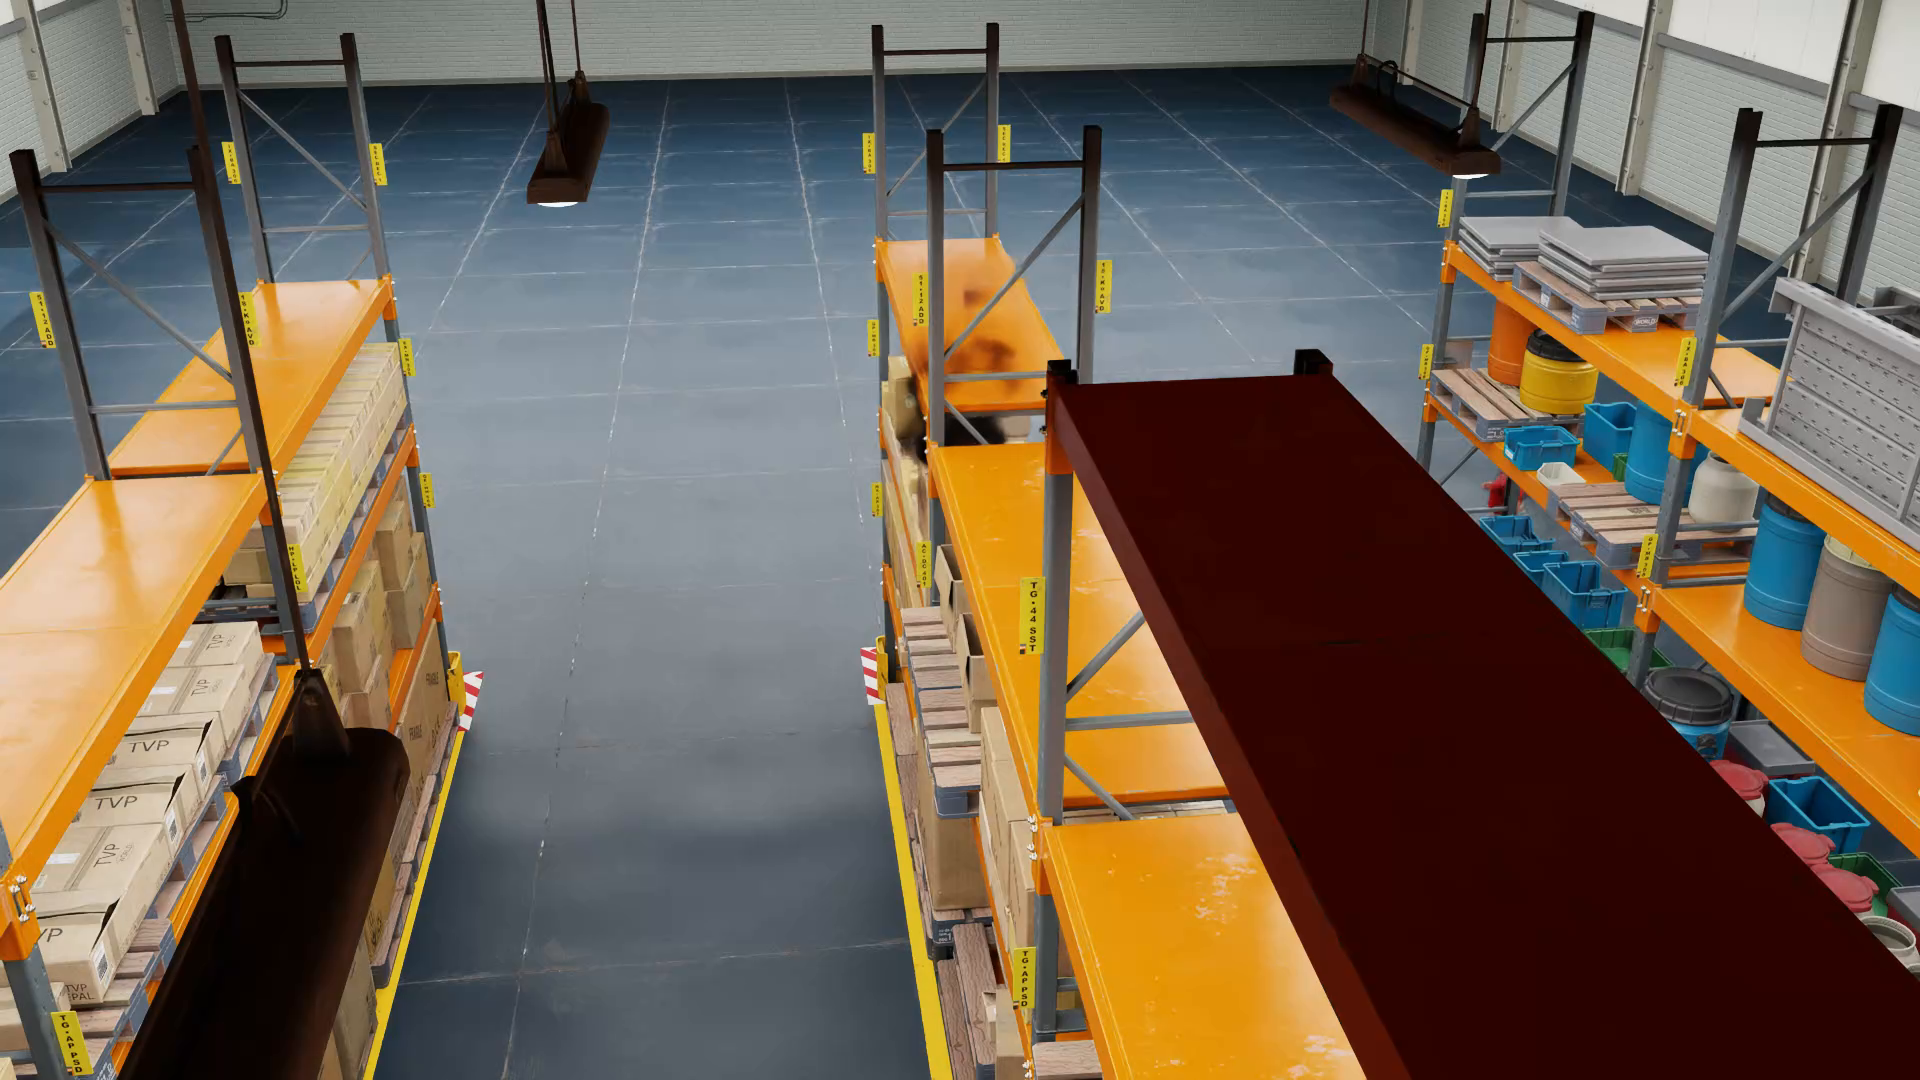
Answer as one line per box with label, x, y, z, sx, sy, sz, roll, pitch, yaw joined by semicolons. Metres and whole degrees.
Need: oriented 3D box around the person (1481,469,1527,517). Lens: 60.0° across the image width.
person;5.534;-0.148;16.825;0.688;1.768;0.793;-22;33;-38
